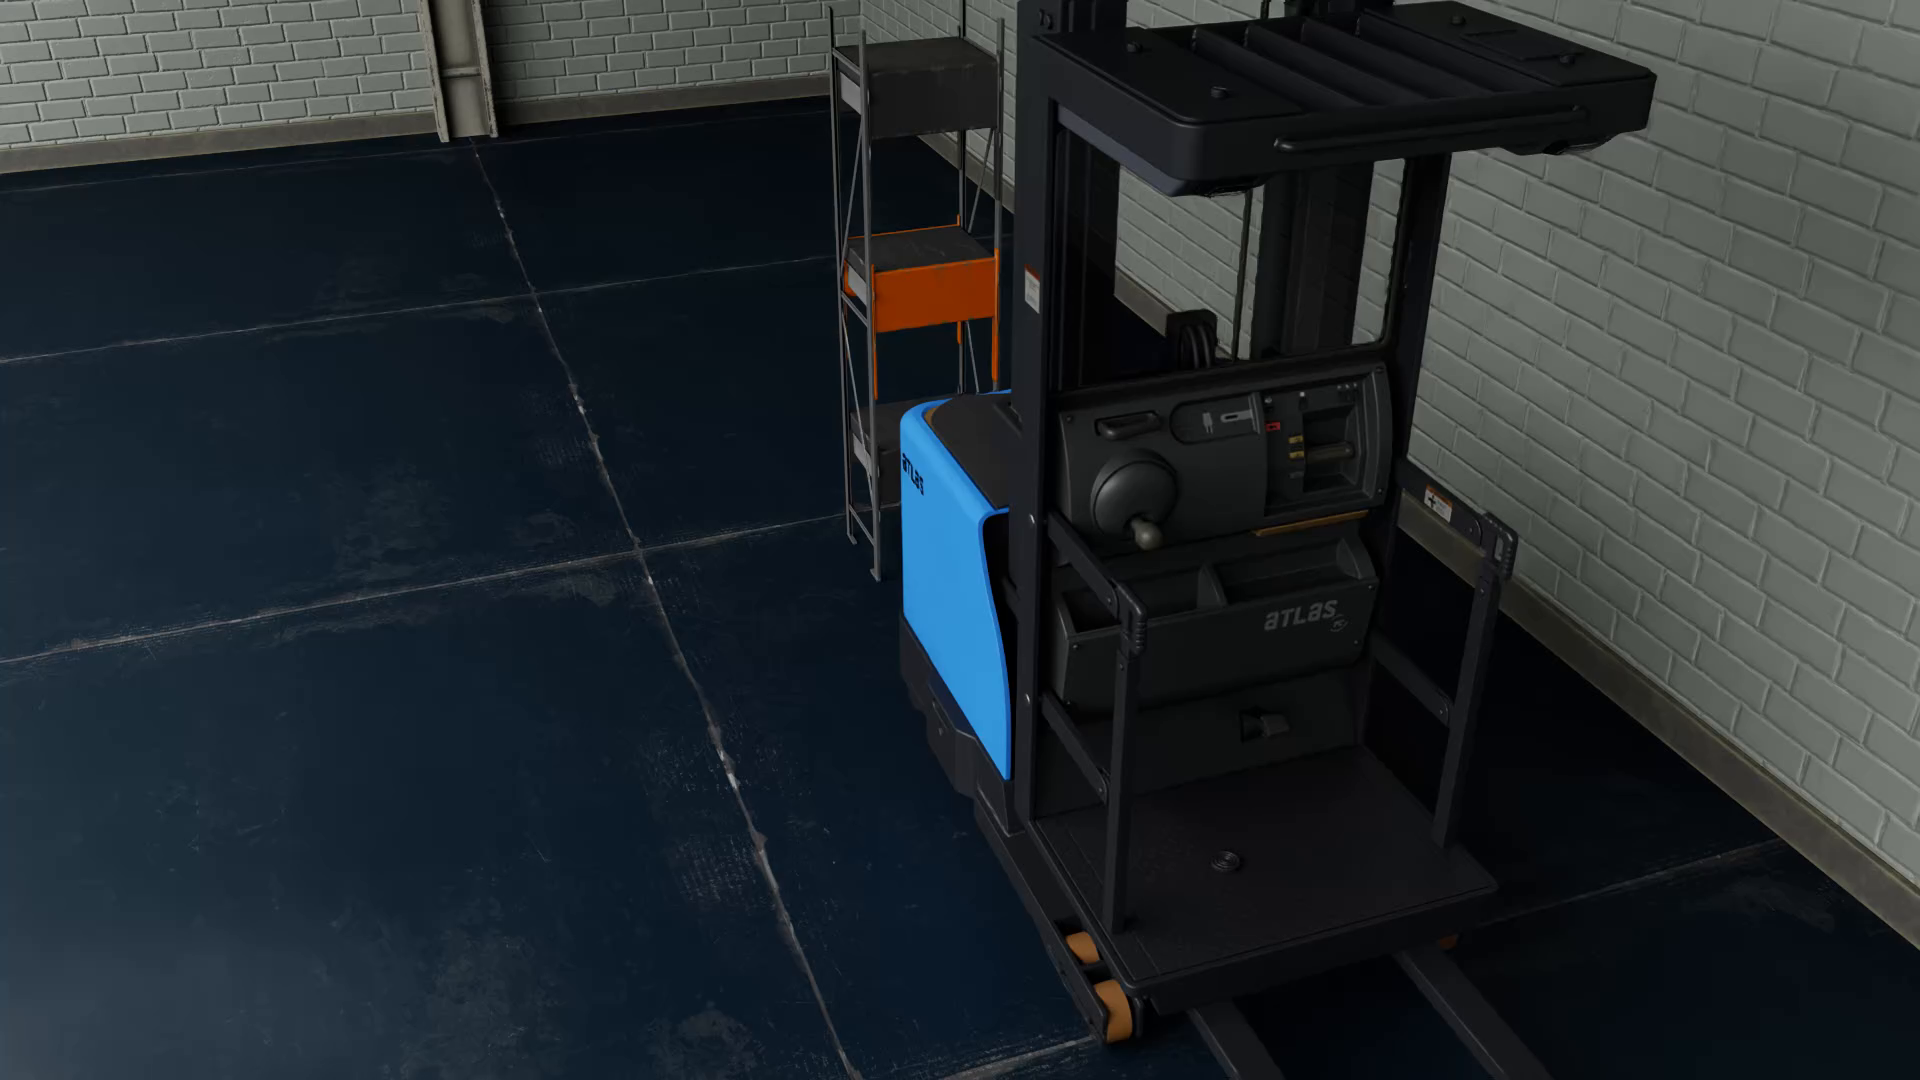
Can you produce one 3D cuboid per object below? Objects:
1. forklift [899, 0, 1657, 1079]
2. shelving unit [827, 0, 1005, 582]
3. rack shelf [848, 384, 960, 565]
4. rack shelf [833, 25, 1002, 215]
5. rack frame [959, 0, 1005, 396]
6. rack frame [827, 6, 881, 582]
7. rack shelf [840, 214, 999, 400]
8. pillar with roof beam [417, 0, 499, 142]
[{"bbox_3d":[0.767,-0.171,4.089,1.130,2.935,3.031,-10,31,-17],"label":"forklift"},{"bbox_3d":[-0.155,-0.884,6.180,0.503,2.100,0.431,-10,31,-18],"label":"shelving unit"},{"bbox_3d":[-0.155,-0.264,6.533,0.480,0.518,0.431,-10,31,-18],"label":"rack shelf"},{"bbox_3d":[-0.155,-1.480,5.840,0.480,0.518,0.431,-10,31,-18],"label":"rack shelf"},{"bbox_3d":[0.074,-0.926,6.254,0.015,2.100,0.400,-10,31,-18],"label":"rack frame"},{"bbox_3d":[-0.384,-0.842,6.106,0.015,2.100,0.400,-10,31,-18],"label":"rack frame"},{"bbox_3d":[-0.155,-0.872,6.187,0.480,0.518,0.431,-10,31,-18],"label":"rack shelf"},{"bbox_3d":[-1.995,-4.800,6.085,0.400,9.000,9.100,-10,31,-18],"label":"pillar with roof beam"}]
